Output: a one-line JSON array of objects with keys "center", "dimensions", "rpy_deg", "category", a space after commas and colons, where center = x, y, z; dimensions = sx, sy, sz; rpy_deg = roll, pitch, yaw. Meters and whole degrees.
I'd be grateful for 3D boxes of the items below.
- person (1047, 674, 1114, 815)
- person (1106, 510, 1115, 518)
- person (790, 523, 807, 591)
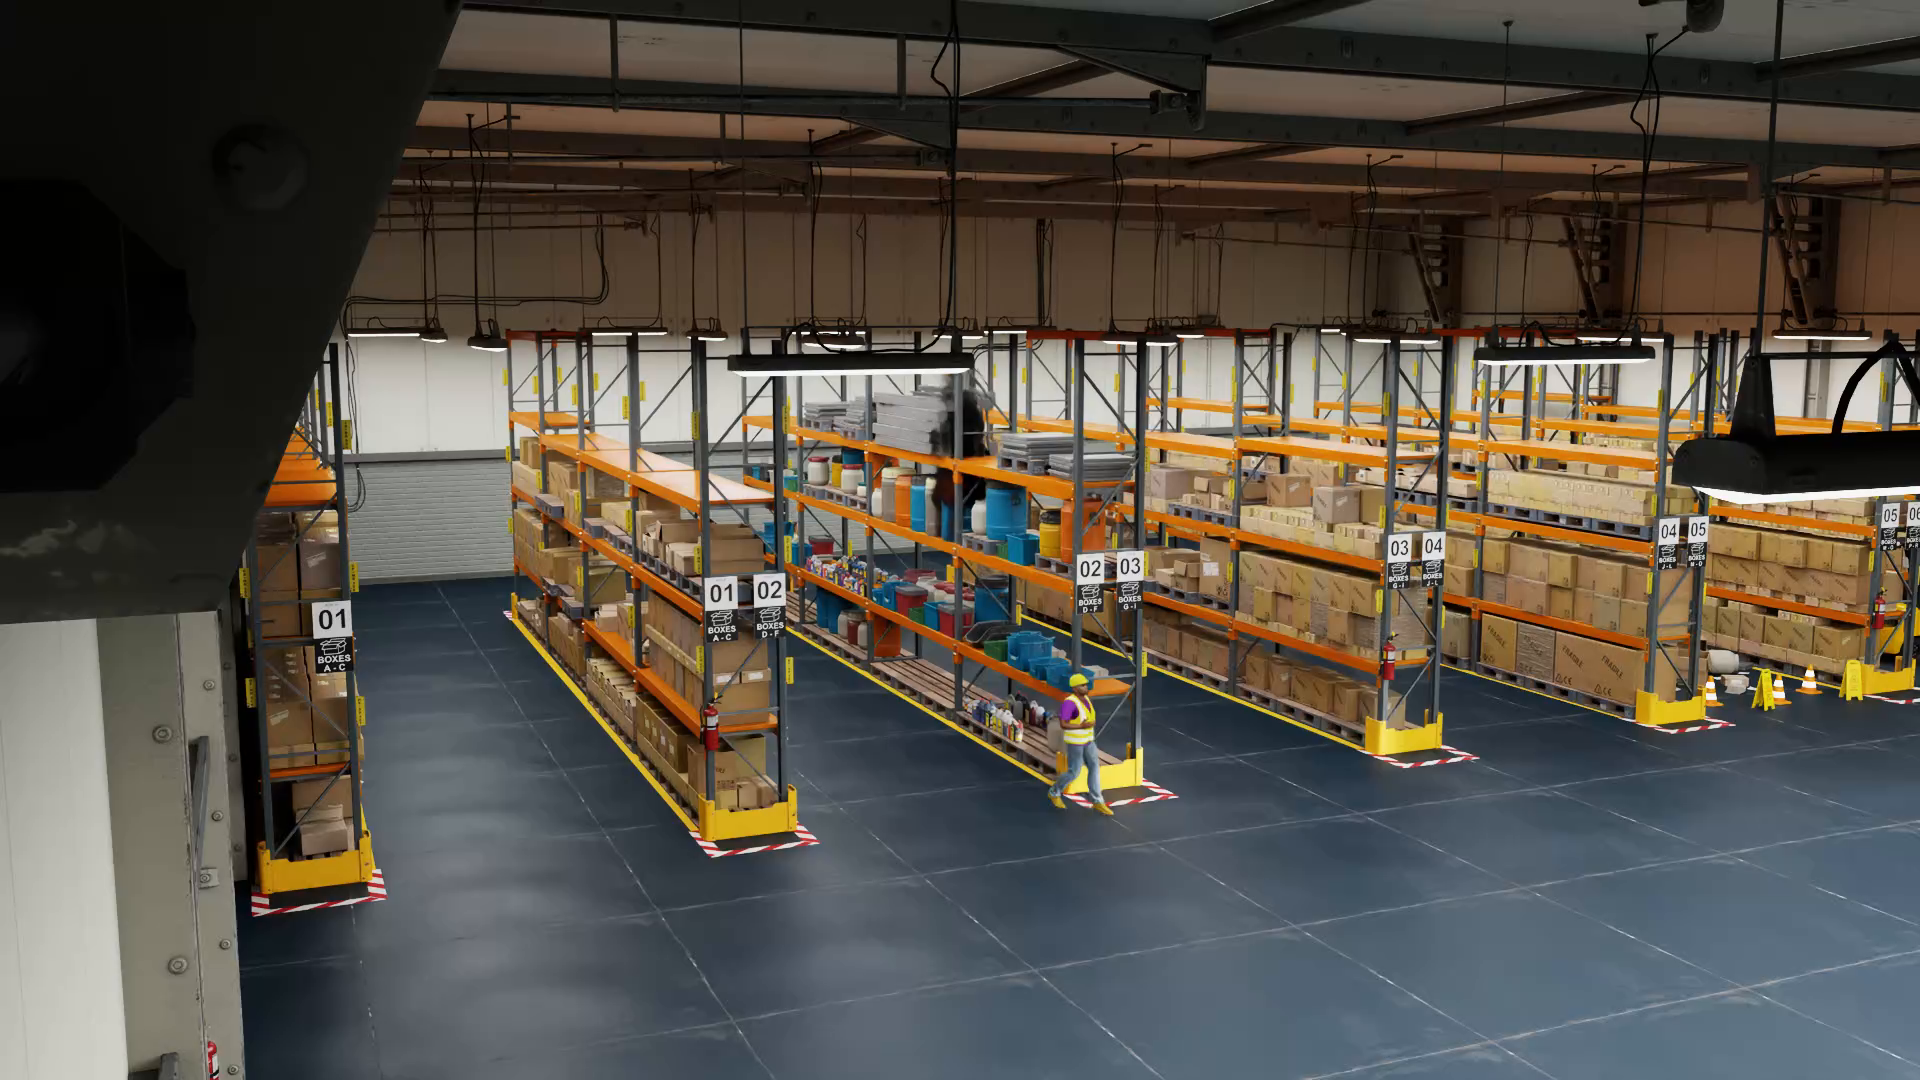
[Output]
[{"center": [1.510, 2.578, 21.064], "dimensions": [0.858, 1.783, 0.700], "rpy_deg": [6, 10, 36], "category": "person"}, {"center": [3.636, -0.042, 40.660], "dimensions": [0.665, 1.736, 0.593], "rpy_deg": [2, 8, 12], "category": "person"}, {"center": [-3.804, 0.392, 37.878], "dimensions": [0.610, 1.610, 0.611], "rpy_deg": [-1, 8, -4], "category": "person"}]
